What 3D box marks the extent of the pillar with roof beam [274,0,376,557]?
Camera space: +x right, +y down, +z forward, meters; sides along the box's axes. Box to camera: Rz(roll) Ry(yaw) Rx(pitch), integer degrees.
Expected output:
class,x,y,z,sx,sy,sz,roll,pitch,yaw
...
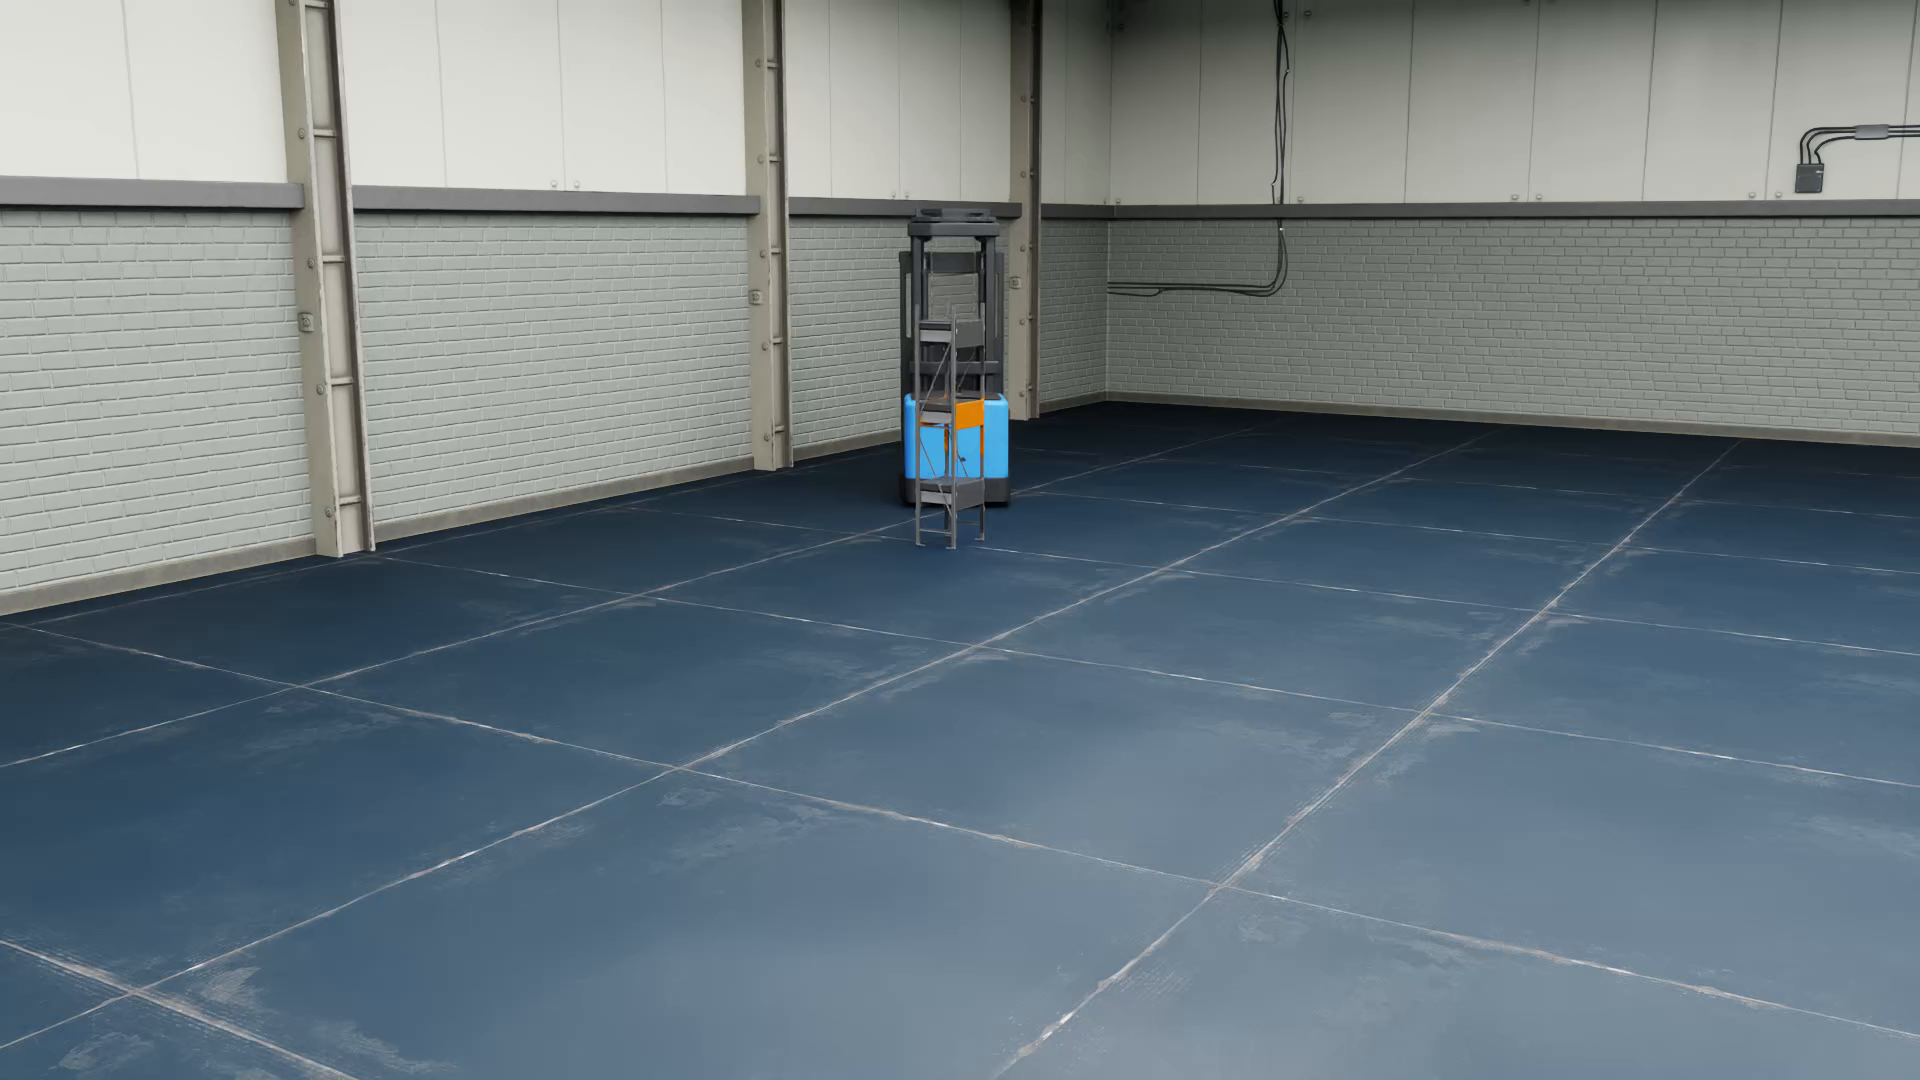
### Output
class,x,y,z,sx,sy,sz,roll,pitch,yaw
pillar with roof beam,-1.614,-3.909,11.297,9.100,9.000,0.400,6,12,31

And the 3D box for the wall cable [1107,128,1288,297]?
class,x,y,z,sx,sy,sz,roll,pitch,yaw
wall cable,3.596,-5.019,25.660,3.097,2.526,0.112,6,12,31

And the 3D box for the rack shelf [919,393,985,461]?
class,x,y,z,sx,sy,sz,roll,pitch,yaw
rack shelf,-0.086,-0.993,14.539,0.431,0.518,0.480,6,12,31

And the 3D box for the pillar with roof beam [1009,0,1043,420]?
class,x,y,z,sx,sy,sz,roll,pitch,yaw
pillar with roof beam,4.616,-5.797,21.377,9.100,9.000,0.400,6,12,31

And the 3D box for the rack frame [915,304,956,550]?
class,x,y,z,sx,sy,sz,roll,pitch,yaw
rack frame,-0.213,-0.968,14.331,0.400,2.100,0.015,6,12,31

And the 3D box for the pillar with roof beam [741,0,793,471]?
class,x,y,z,sx,sy,sz,roll,pitch,yaw
pillar with roof beam,1.501,-4.853,16.337,9.100,9.000,0.400,6,12,31

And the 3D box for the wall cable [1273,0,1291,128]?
class,x,y,z,sx,sy,sz,roll,pitch,yaw
wall cable,5.908,-7.243,23.815,3.097,2.526,0.112,6,12,31

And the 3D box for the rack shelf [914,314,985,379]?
class,x,y,z,sx,sy,sz,roll,pitch,yaw
rack shelf,-0.086,-1.681,14.410,0.431,0.518,0.480,6,12,31

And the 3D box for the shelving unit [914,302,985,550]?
class,x,y,z,sx,sy,sz,roll,pitch,yaw
shelving unit,-0.086,-1.006,14.536,0.431,2.100,0.503,6,12,31

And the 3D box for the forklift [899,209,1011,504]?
class,x,y,z,sx,sy,sz,roll,pitch,yaw
forklift,-0.096,-2.021,17.699,1.130,2.935,3.031,0,11,-3

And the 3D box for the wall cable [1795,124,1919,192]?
class,x,y,z,sx,sy,sz,roll,pitch,yaw
wall cable,11.702,-7.307,20.204,2.305,6.003,0.169,6,12,31

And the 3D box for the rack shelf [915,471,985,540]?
class,x,y,z,sx,sy,sz,roll,pitch,yaw
rack shelf,-0.086,-0.305,14.668,0.431,0.518,0.480,6,12,31

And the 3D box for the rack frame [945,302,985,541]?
class,x,y,z,sx,sy,sz,roll,pitch,yaw
rack frame,0.041,-1.044,14.741,0.400,2.100,0.015,6,12,31
